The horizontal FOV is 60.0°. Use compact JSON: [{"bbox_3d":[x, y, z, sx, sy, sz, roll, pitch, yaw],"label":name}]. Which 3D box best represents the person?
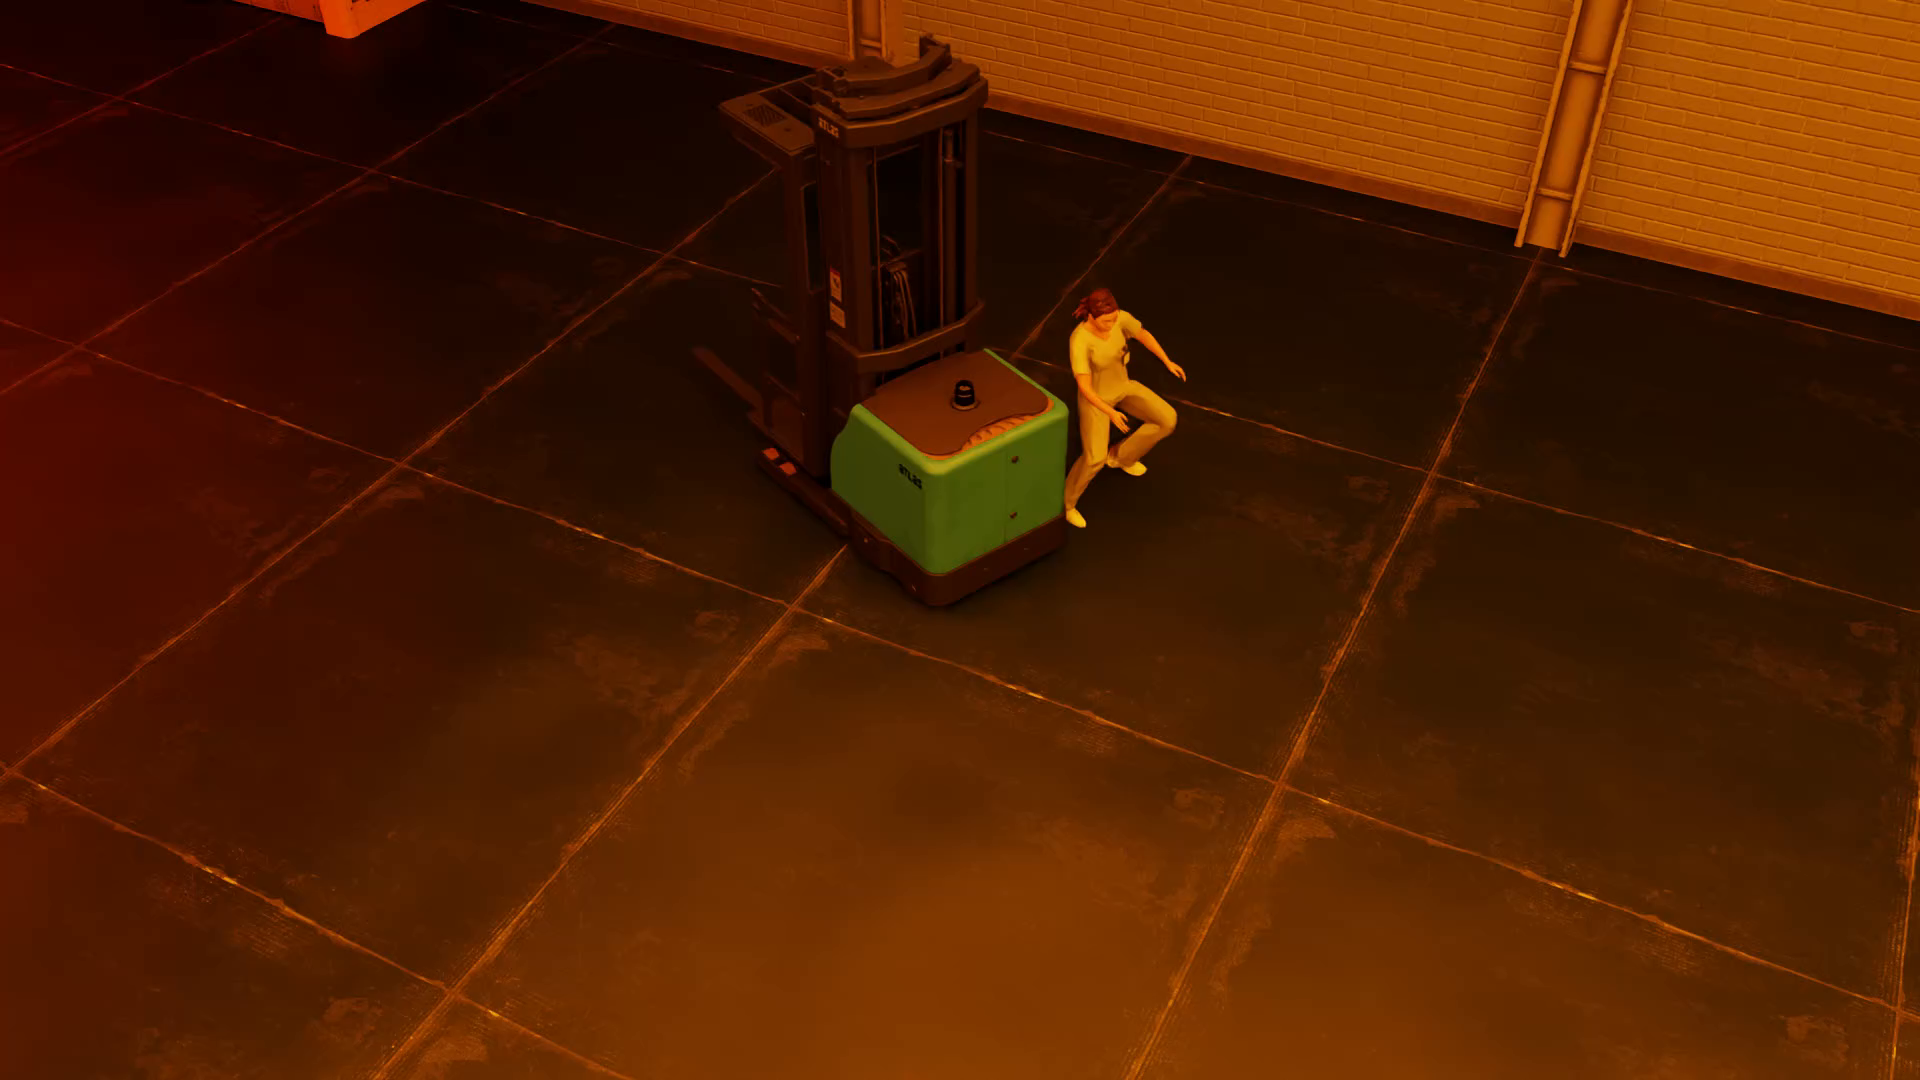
[{"bbox_3d":[0.969,-0.831,10.116,0.804,1.503,0.714,-25,46,-26],"label":"person"}]

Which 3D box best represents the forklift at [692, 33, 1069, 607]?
[{"bbox_3d":[-0.659,-1.627,9.918,1.130,2.935,3.031,-27,47,-28],"label":"forklift"}]
